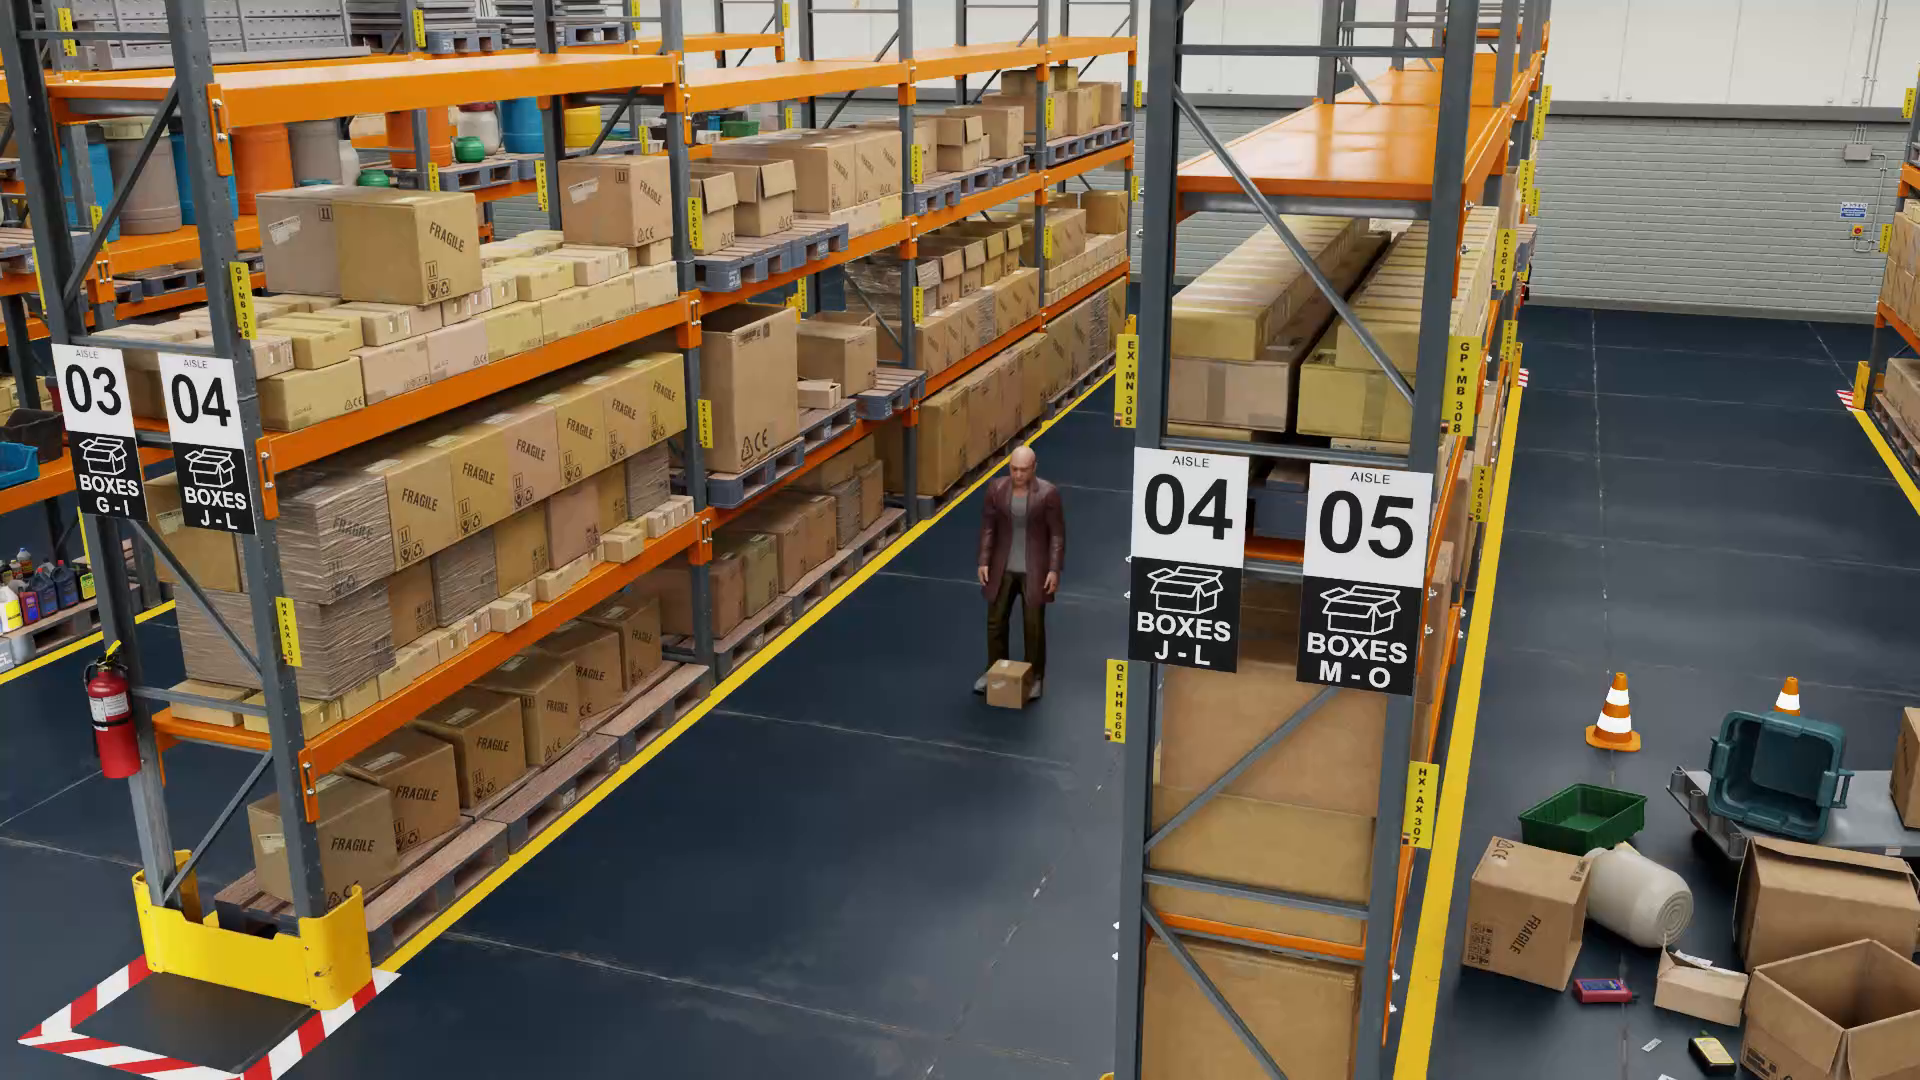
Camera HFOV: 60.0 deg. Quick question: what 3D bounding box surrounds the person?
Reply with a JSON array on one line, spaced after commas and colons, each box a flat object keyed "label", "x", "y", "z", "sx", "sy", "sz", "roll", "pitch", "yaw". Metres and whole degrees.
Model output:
[{"label": "person", "x": 0.414, "y": 0.200, "z": 11.482, "sx": 0.625, "sy": 1.773, "sz": 0.427, "roll": 6, "pitch": 19, "yaw": 16}]
